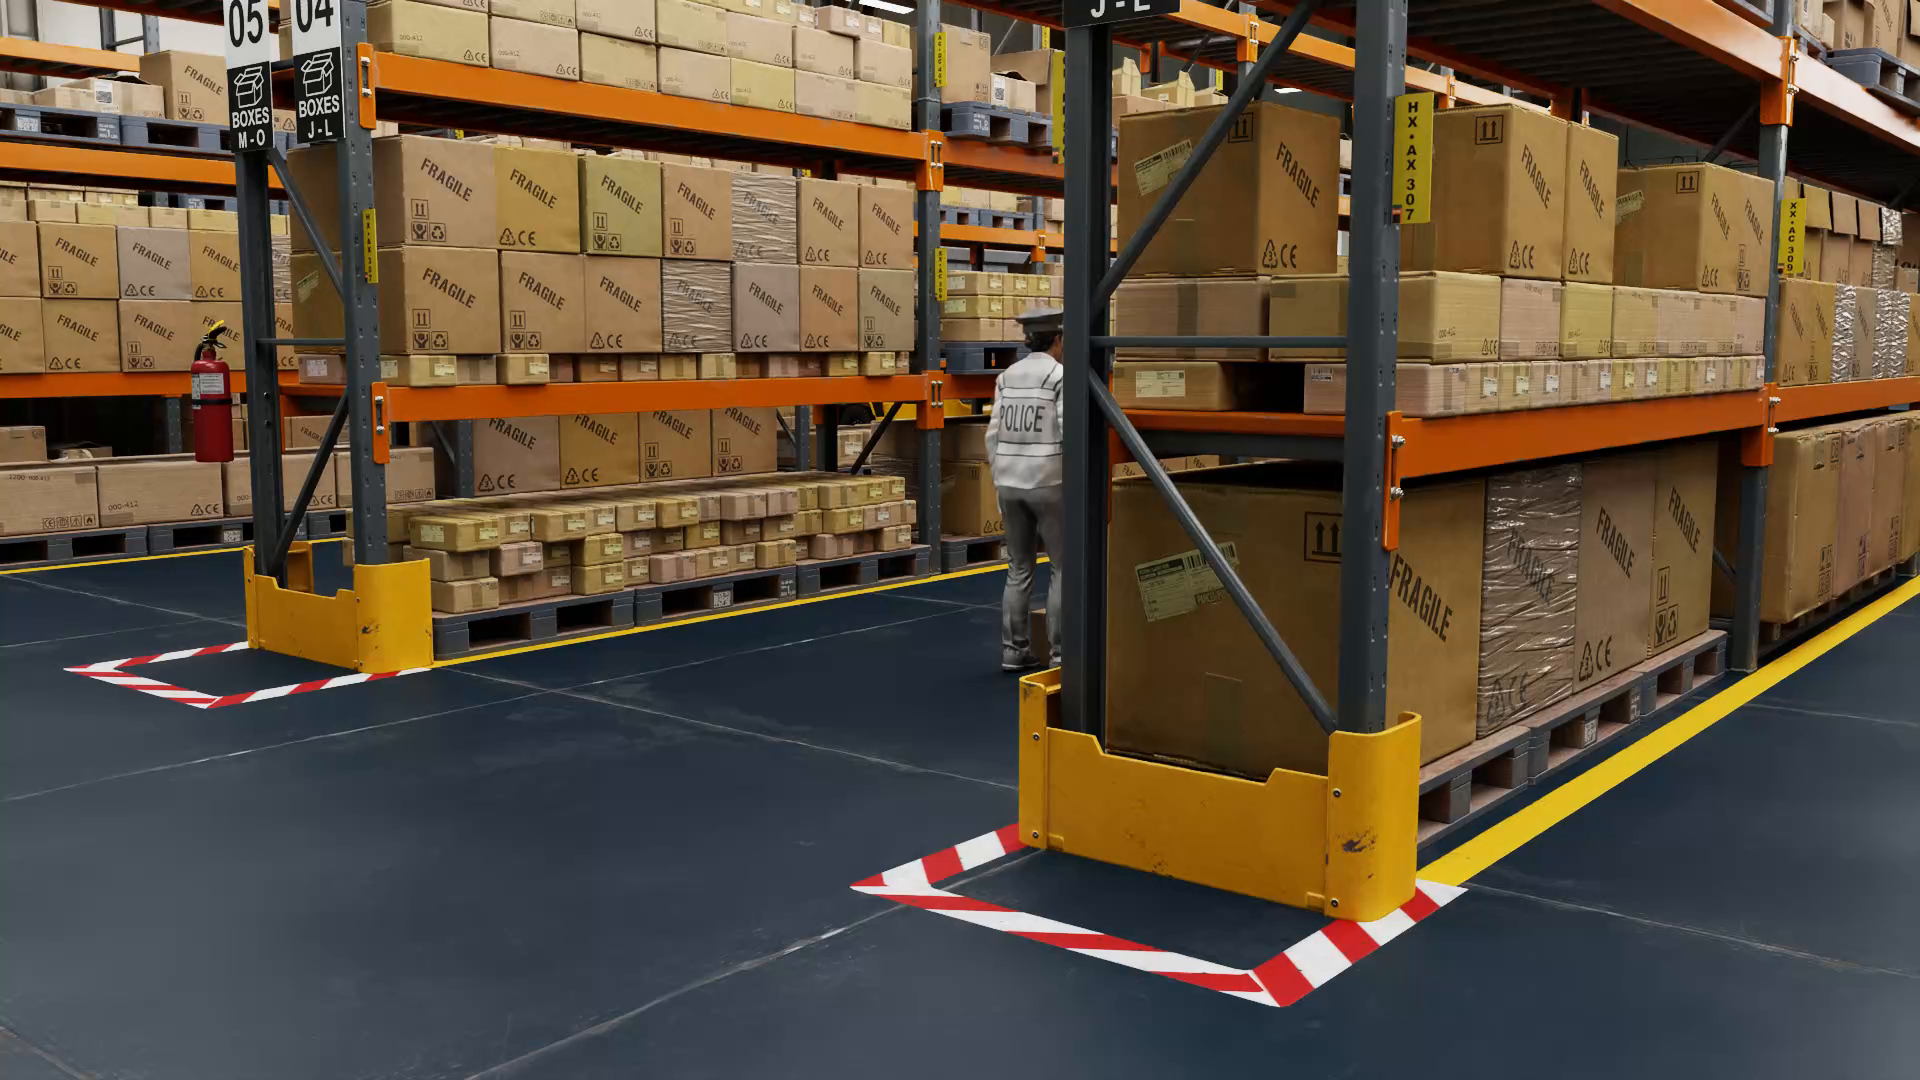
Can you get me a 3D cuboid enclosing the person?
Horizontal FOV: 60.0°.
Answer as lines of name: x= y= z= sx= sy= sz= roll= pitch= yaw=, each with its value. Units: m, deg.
person: x=0.362 y=-0.220 z=7.575 sx=0.529 sy=1.663 sz=0.376 roll=5 pitch=9 yaw=38
